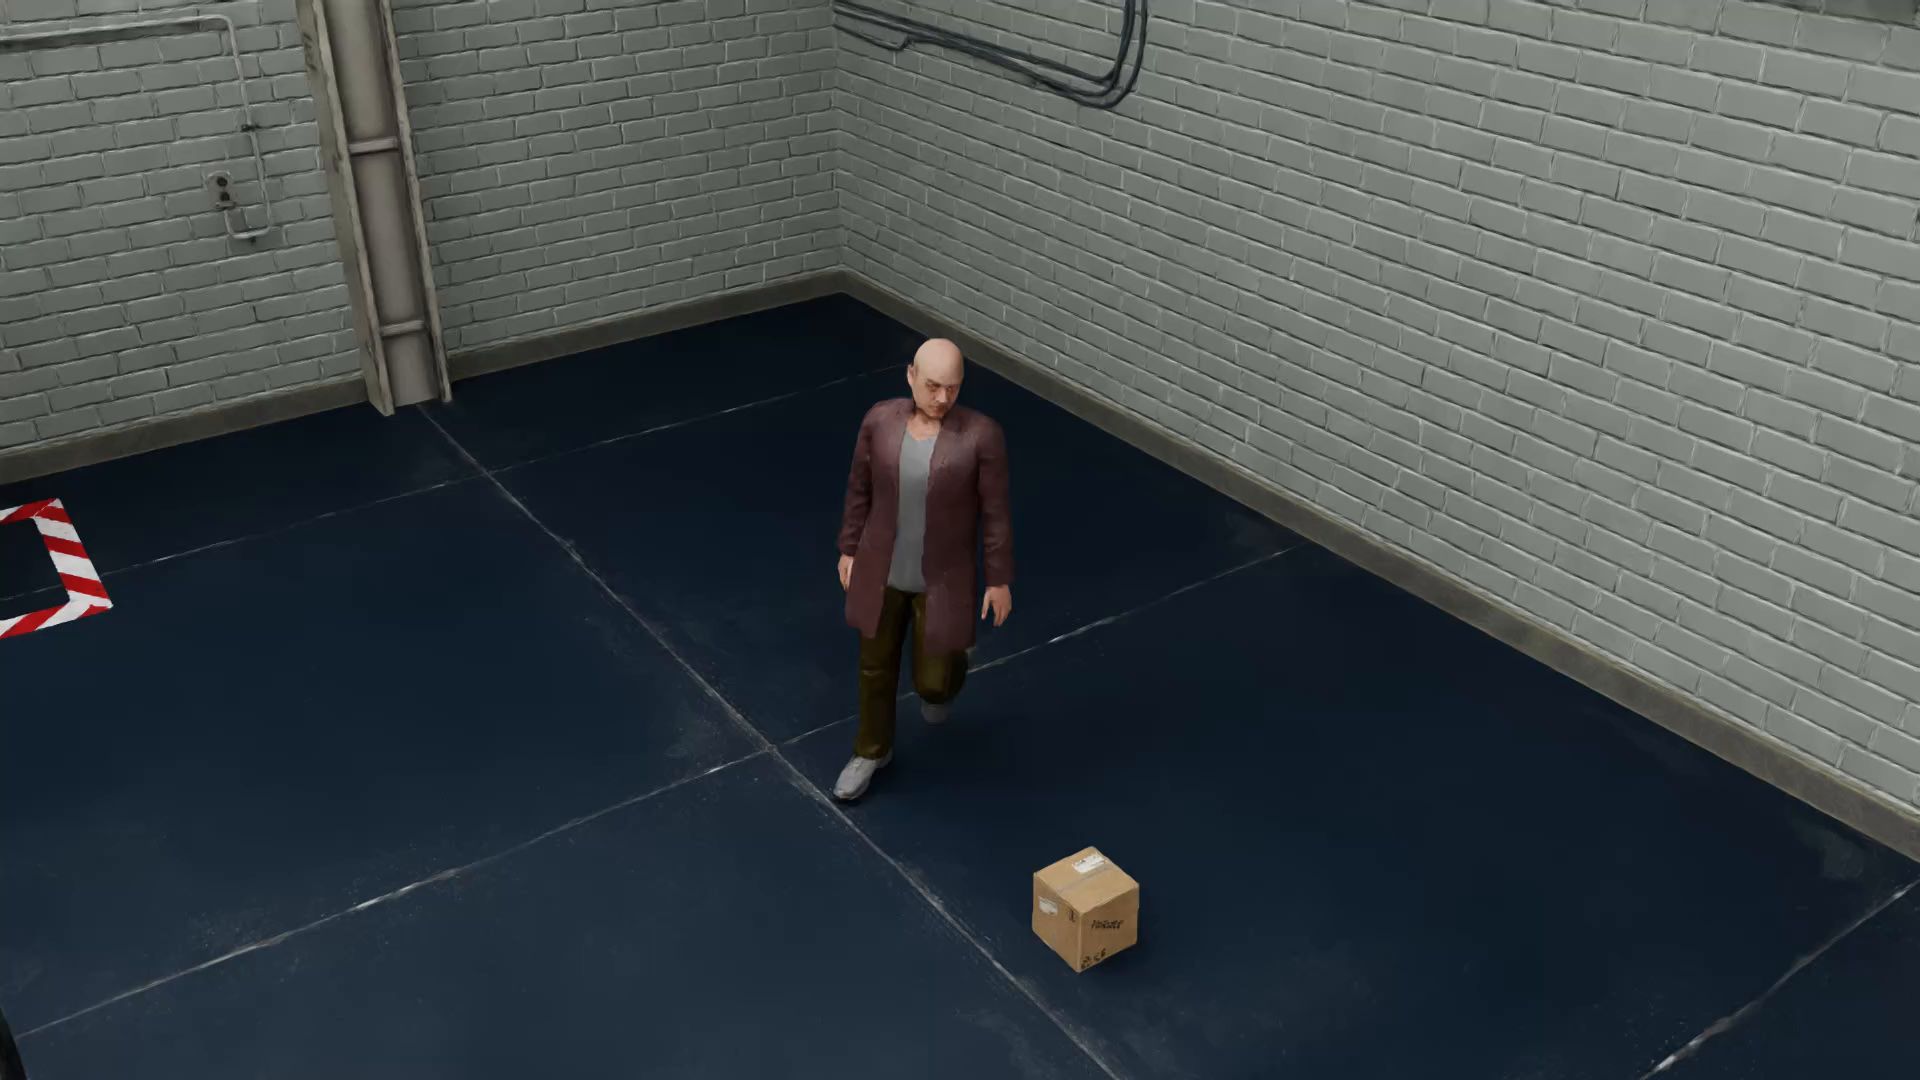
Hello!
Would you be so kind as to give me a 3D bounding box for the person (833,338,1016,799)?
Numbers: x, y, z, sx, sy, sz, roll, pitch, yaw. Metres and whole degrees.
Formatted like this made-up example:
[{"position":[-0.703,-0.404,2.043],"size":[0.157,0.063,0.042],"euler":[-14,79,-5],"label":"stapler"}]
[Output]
[{"position":[-0.127,0.092,5.951],"size":[0.685,1.758,0.657],"euler":[9,29,16],"label":"person"}]
